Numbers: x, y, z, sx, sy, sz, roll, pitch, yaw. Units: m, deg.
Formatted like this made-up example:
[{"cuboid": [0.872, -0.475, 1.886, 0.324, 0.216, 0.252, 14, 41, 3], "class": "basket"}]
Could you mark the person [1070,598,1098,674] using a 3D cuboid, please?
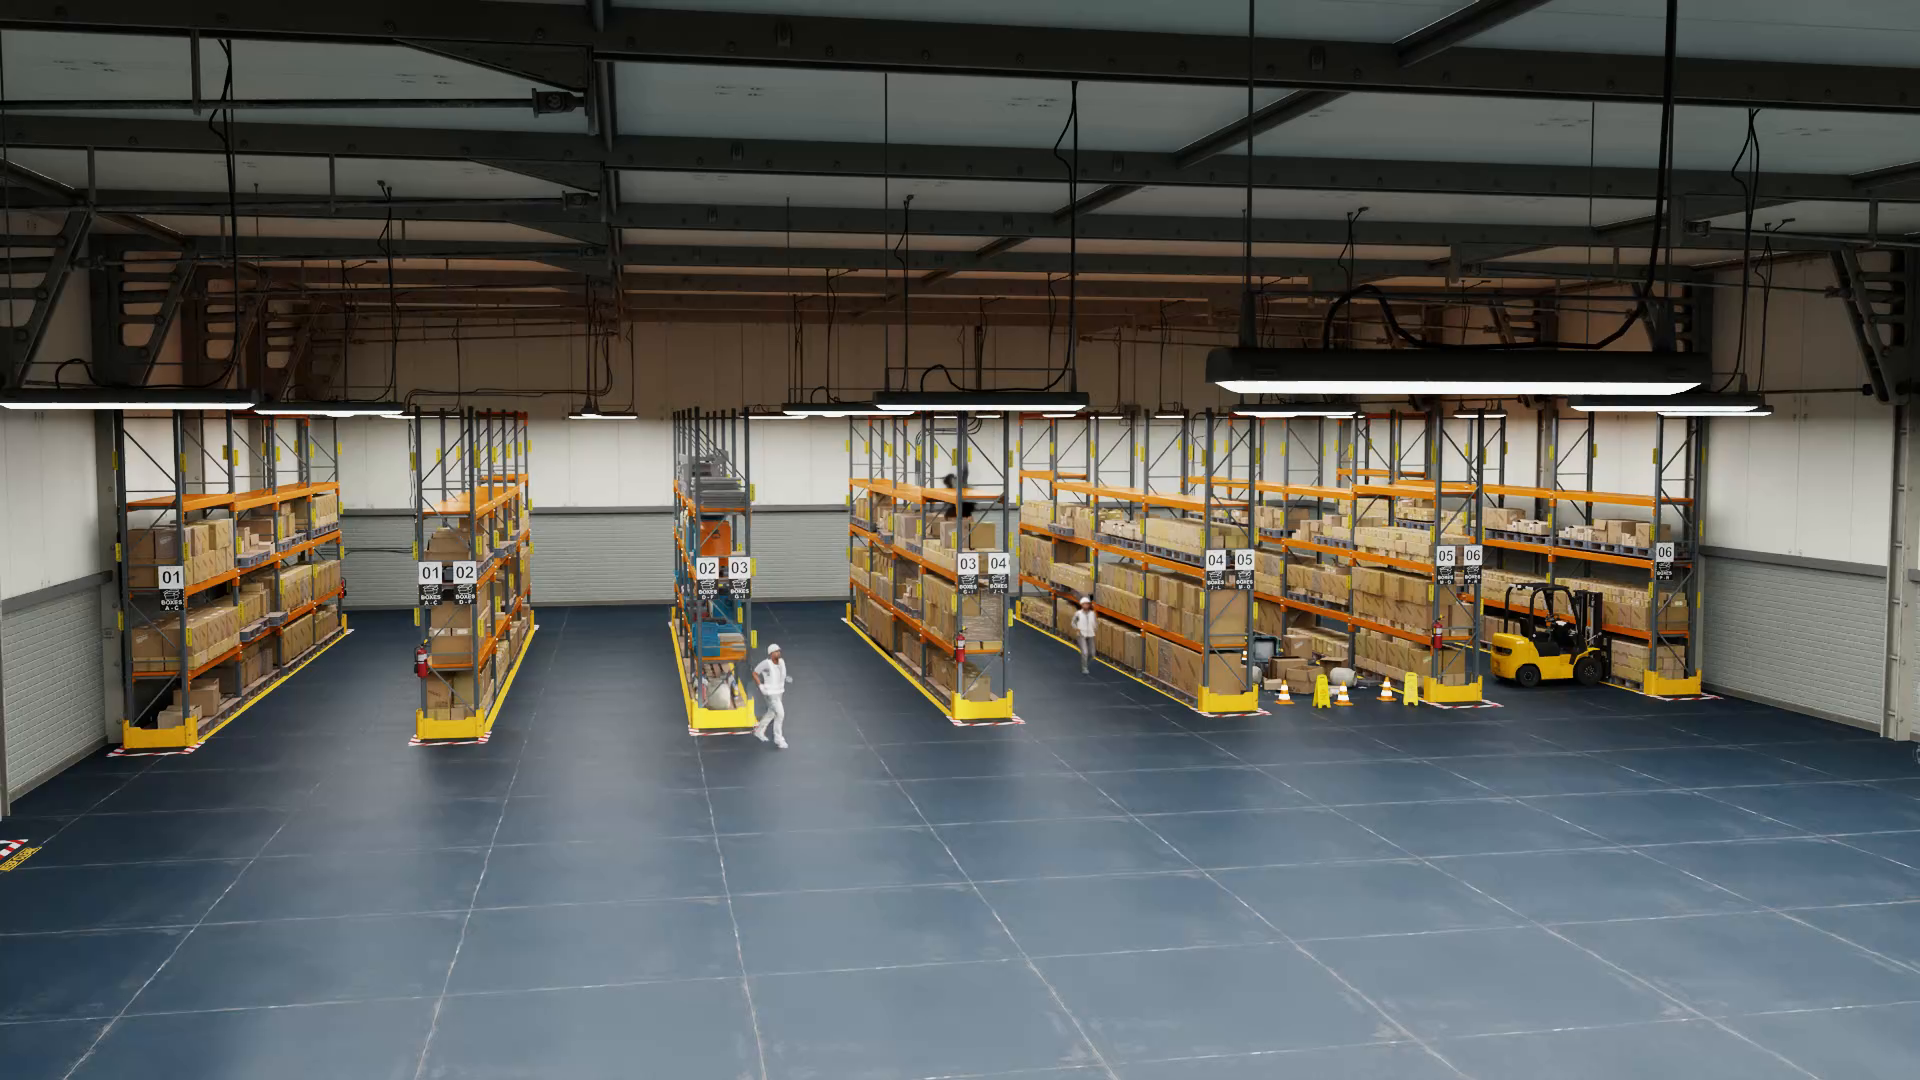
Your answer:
[{"cuboid": [2.846, 2.170, 37.852, 0.657, 1.721, 0.612, -1, 4, -13], "class": "person"}]

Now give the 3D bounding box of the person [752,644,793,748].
[{"cuboid": [-3.327, 2.745, 29.415, 0.783, 1.839, 0.671, 2, 5, 28], "class": "person"}]
